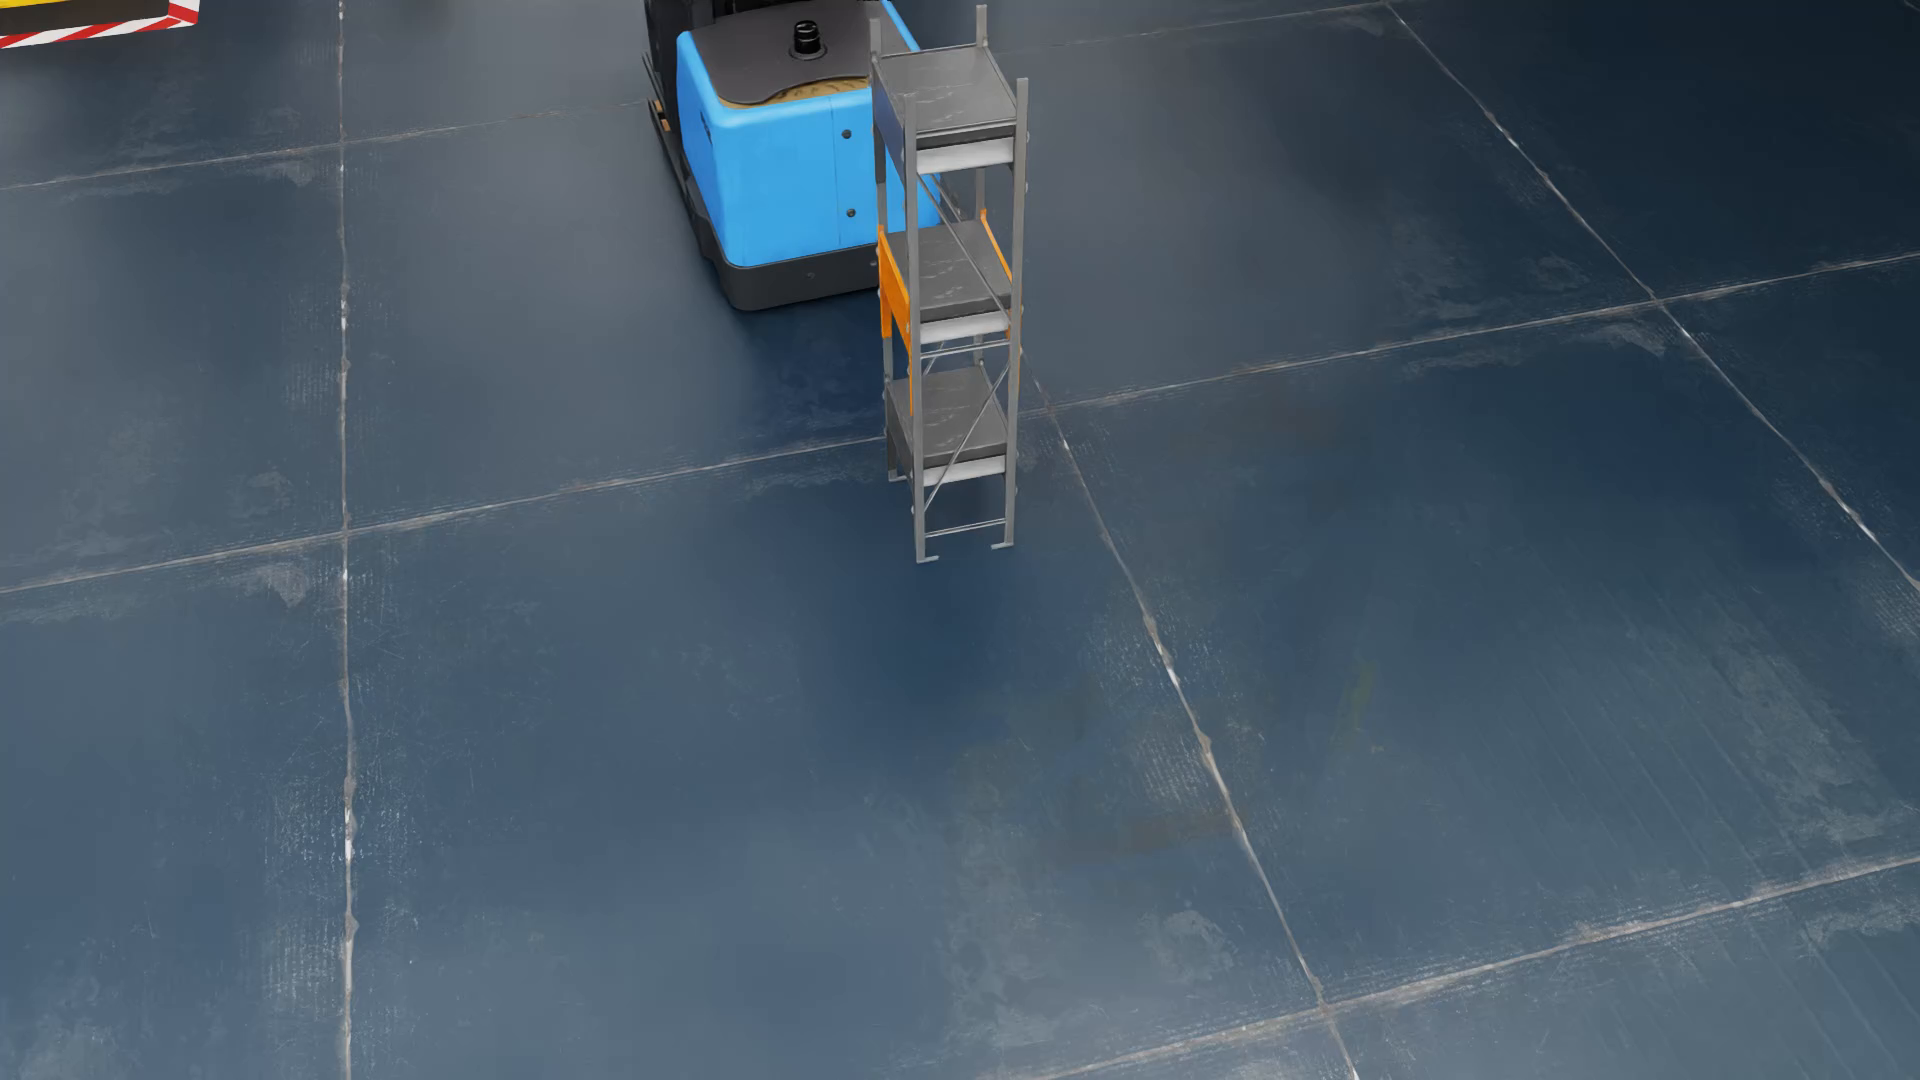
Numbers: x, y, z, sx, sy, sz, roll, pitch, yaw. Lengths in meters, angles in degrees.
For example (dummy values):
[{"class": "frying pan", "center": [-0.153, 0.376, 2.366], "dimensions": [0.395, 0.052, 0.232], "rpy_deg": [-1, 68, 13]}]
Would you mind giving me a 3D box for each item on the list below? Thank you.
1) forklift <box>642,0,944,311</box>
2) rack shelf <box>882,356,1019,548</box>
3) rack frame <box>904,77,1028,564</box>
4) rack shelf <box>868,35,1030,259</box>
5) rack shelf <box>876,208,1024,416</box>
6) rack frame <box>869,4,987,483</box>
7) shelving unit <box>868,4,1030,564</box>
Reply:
[{"class": "forklift", "center": [-1.020, -3.159, 7.793], "dimensions": [1.130, 2.935, 3.031], "rpy_deg": [-13, 47, -13]}, {"class": "rack shelf", "center": [-0.042, -0.350, 6.622], "dimensions": [0.431, 0.518, 0.480], "rpy_deg": [-11, 47, -10]}, {"class": "rack frame", "center": [0.020, -0.681, 5.947], "dimensions": [0.400, 2.100, 0.015], "rpy_deg": [-11, 47, -10]}, {"class": "rack shelf", "center": [-0.042, -1.330, 5.622], "dimensions": [0.431, 0.518, 0.480], "rpy_deg": [-11, 47, -10]}, {"class": "rack shelf", "center": [-0.042, -0.840, 6.122], "dimensions": [0.431, 0.518, 0.480], "rpy_deg": [-11, 47, -10]}, {"class": "rack frame", "center": [-0.105, -1.018, 6.277], "dimensions": [0.400, 2.100, 0.015], "rpy_deg": [-11, 47, -10]}, {"class": "shelving unit", "center": [-0.042, -0.849, 6.112], "dimensions": [0.431, 2.100, 0.503], "rpy_deg": [-11, 47, -10]}]
